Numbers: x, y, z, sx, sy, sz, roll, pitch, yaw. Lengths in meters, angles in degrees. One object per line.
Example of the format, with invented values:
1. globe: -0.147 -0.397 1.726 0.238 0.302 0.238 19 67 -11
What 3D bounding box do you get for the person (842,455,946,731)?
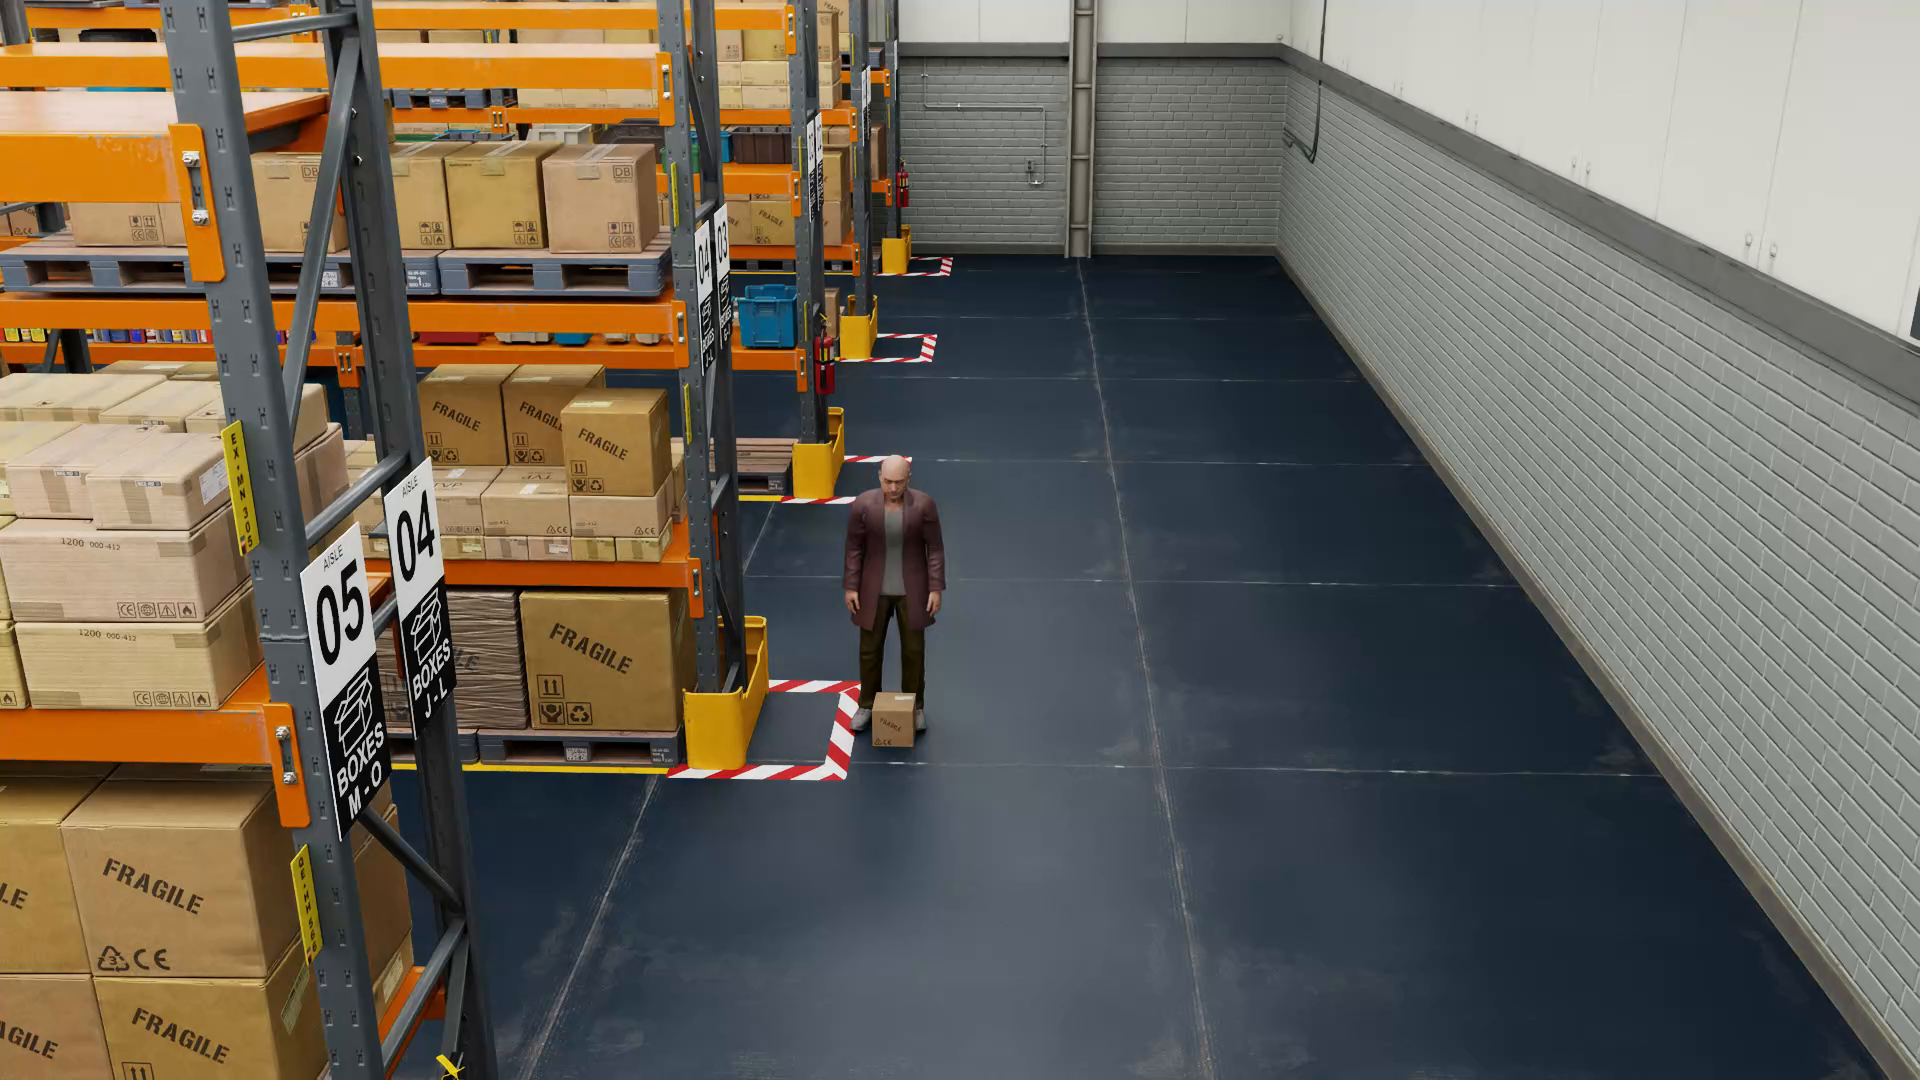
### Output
1. person: -0.407 0.312 10.263 0.642 1.774 0.422 1 20 2
